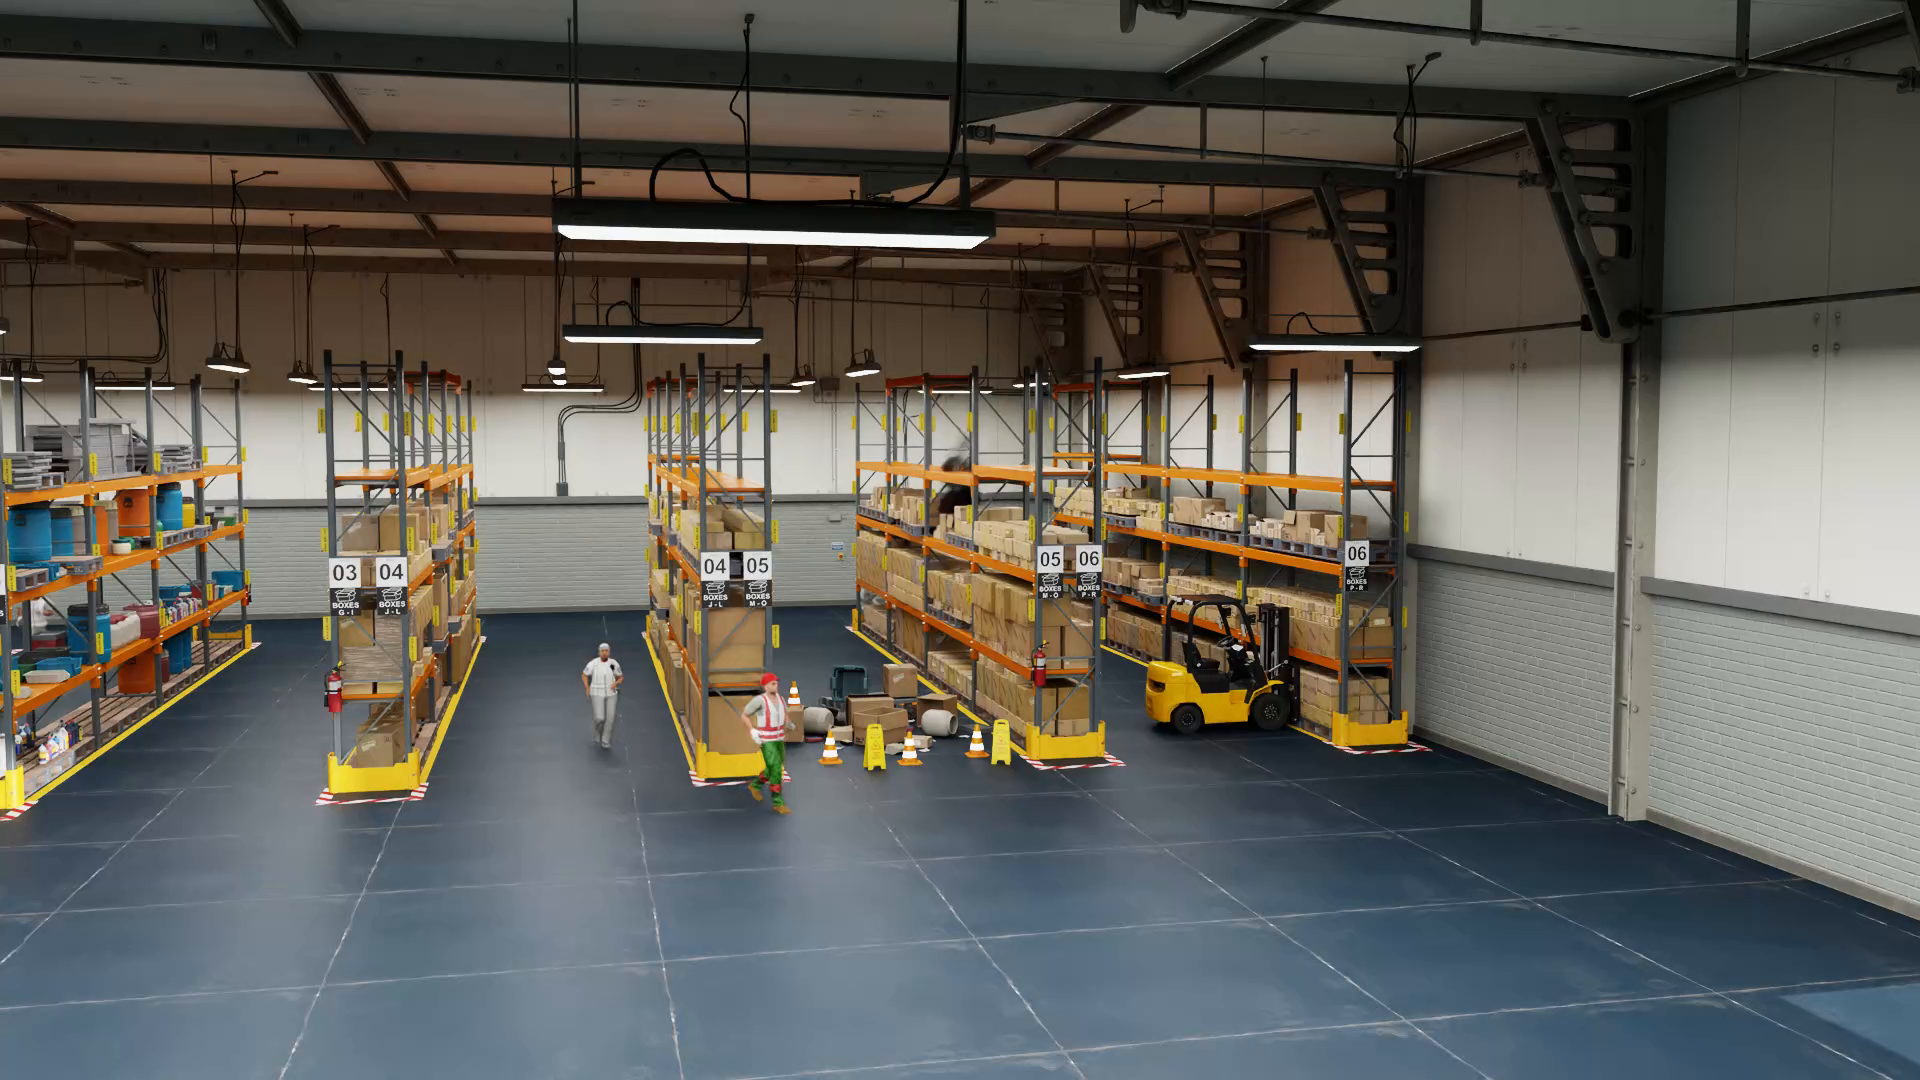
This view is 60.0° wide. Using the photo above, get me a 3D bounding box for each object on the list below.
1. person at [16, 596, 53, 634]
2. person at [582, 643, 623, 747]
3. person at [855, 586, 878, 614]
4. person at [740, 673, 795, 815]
[{"bbox_3d":[-18.570,1.774,33.396,0.670,1.830,0.859,-2,4,-24],"label":"person"},{"bbox_3d":[-5.480,2.405,25.631,0.606,1.620,0.556,-2,4,-22],"label":"person"},{"bbox_3d":[-2.340,1.214,41.808,0.764,1.780,0.757,1,4,8],"label":"person"},{"bbox_3d":[-2.478,2.607,21.523,0.861,1.790,0.673,3,5,36],"label":"person"}]
